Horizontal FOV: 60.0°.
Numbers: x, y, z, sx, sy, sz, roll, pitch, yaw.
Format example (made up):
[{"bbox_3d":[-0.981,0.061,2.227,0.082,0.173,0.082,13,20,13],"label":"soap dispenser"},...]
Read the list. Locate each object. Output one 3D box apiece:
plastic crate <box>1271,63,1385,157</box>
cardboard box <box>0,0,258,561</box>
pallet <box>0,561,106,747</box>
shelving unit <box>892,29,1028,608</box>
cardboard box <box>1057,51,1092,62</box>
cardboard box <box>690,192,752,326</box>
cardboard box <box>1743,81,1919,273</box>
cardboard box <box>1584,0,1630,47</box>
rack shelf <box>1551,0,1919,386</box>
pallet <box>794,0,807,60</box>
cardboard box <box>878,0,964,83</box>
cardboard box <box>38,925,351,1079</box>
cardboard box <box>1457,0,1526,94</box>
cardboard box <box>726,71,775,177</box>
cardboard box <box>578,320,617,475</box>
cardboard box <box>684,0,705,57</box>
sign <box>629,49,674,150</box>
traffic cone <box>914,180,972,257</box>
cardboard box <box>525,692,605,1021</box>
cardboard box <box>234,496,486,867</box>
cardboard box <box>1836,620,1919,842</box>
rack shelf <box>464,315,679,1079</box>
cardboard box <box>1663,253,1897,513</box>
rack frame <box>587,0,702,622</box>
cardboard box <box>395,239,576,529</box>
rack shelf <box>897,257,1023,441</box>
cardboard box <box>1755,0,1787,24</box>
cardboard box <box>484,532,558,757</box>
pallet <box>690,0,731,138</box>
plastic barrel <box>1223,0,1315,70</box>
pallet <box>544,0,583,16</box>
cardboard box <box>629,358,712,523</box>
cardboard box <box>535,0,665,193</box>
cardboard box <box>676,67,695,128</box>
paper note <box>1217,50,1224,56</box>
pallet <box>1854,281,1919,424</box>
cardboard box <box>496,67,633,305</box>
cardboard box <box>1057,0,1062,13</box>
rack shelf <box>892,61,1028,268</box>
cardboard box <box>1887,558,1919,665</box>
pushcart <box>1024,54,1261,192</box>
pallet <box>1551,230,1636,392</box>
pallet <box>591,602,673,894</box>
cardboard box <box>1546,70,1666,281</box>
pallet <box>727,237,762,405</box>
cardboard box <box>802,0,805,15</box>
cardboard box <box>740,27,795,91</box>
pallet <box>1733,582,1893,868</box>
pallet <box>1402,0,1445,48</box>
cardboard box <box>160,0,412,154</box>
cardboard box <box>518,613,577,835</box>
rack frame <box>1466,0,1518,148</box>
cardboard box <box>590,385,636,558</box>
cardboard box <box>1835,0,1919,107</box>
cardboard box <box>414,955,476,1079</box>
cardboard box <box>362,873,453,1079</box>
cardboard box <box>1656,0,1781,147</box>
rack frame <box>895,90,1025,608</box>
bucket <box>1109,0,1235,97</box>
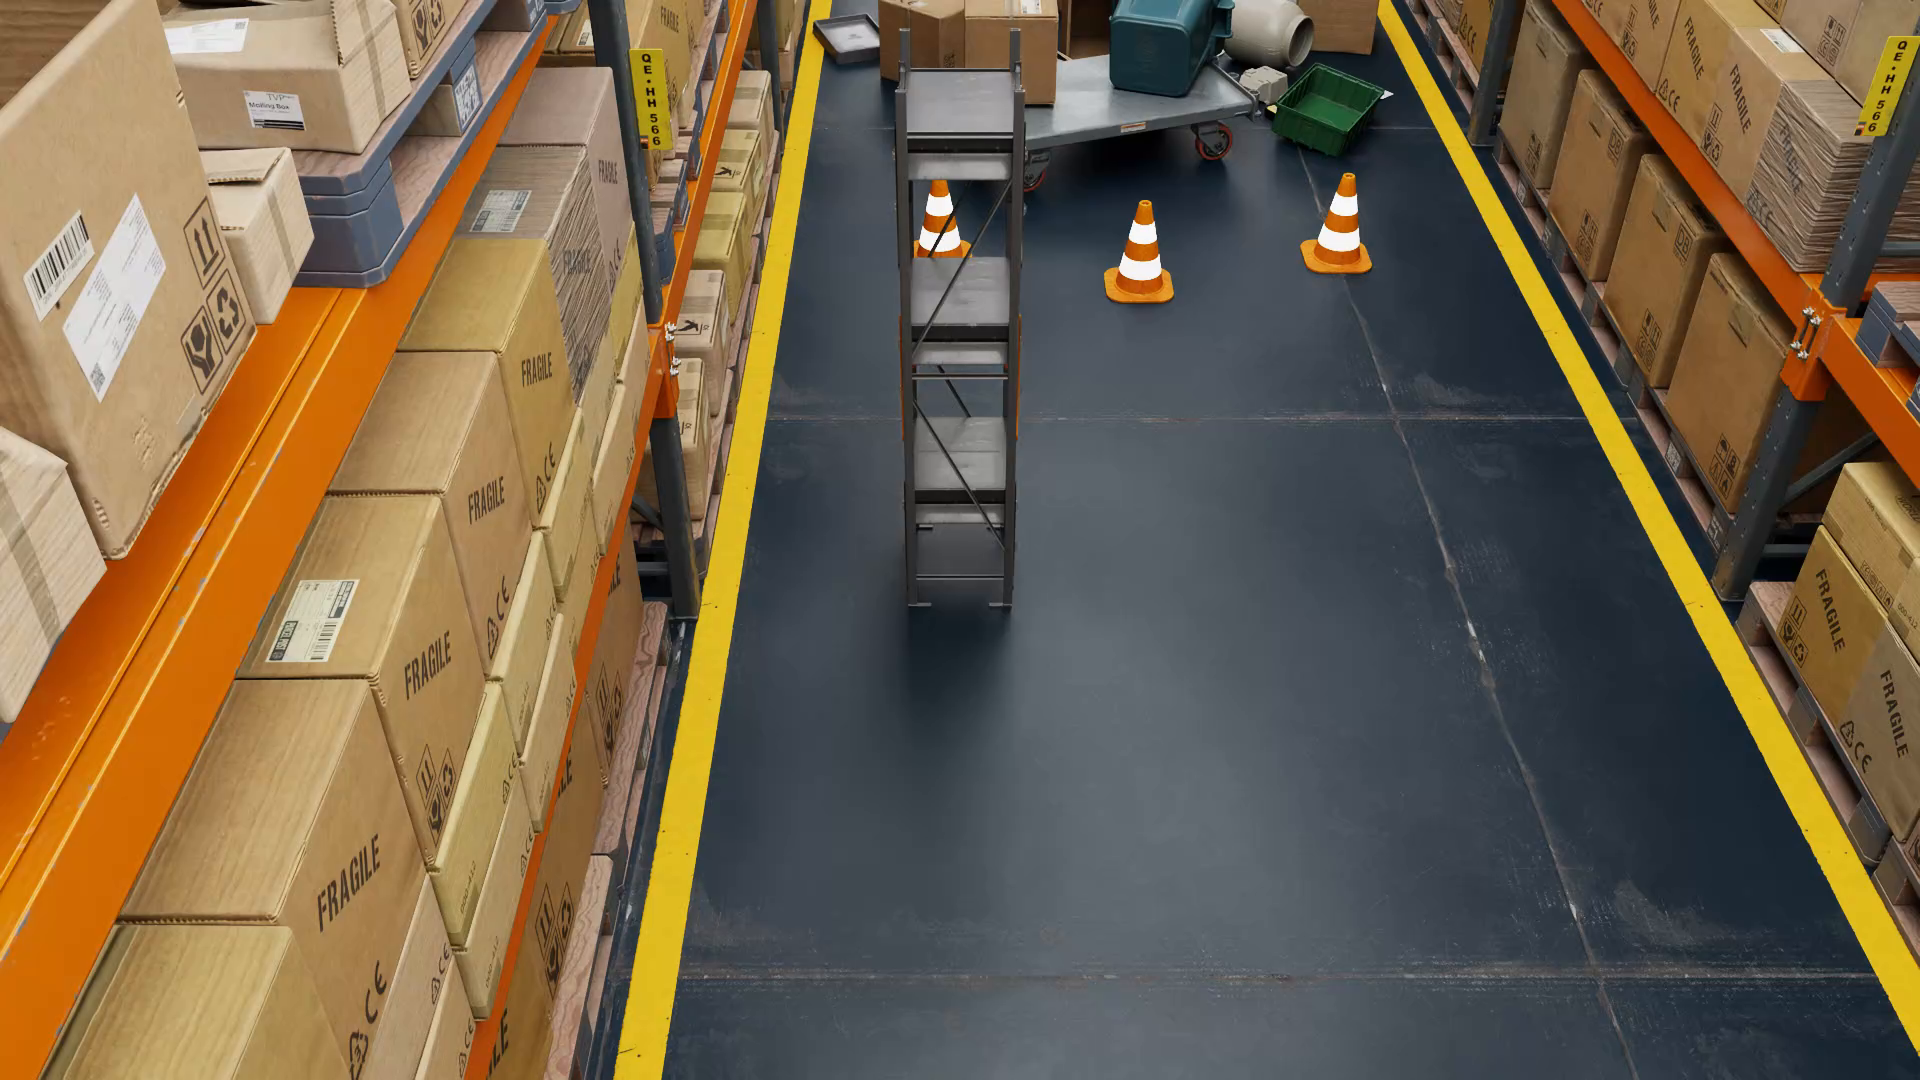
[{"bbox_3d":[2.133,-2.498,9.672,0.450,0.188,0.662,27,45,16],"label":"plastic crate"},{"bbox_3d":[-1.209,-0.321,1.937,0.500,0.500,0.500,-1,39,-1],"label":"cardboard box"},{"bbox_3d":[-1.548,-0.065,2.187,0.805,0.209,1.217,-1,39,-2],"label":"pallet"},{"bbox_3d":[0.000,-0.716,5.964,0.431,2.100,0.503,0,39,0],"label":"shelving unit"},{"bbox_3d":[0.638,-2.843,10.085,0.258,0.266,0.396,-28,46,-30],"label":"cardboard box"},{"bbox_3d":[-1.497,-1.325,7.770,0.950,0.372,0.625,1,39,1],"label":"cardboard box"},{"bbox_3d":[3.178,-1.285,5.874,0.500,0.500,0.500,0,39,0],"label":"cardboard box"},{"bbox_3d":[3.174,-2.547,7.450,0.500,0.500,0.500,0,39,0],"label":"cardboard box"},{"bbox_3d":[3.445,-1.934,7.340,1.077,0.370,4.000,0,39,0],"label":"rack shelf"},{"bbox_3d":[-1.547,-3.495,10.943,1.003,0.211,1.213,0,39,0],"label":"pallet"},{"bbox_3d":[-0.148,-3.095,10.211,0.500,0.500,0.500,28,46,30],"label":"cardboard box"},{"bbox_3d":[-1.211,0.900,2.349,0.500,0.500,0.500,0,39,0],"label":"cardboard box"},{"bbox_3d":[3.512,-3.194,9.700,0.875,0.875,0.875,1,39,1],"label":"cardboard box"},{"bbox_3d":[-1.504,-2.209,8.874,0.950,0.372,0.625,0,39,1],"label":"cardboard box"},{"bbox_3d":[-1.243,-0.411,4.584,0.500,0.250,0.500,-1,39,-1],"label":"cardboard box"},{"bbox_3d":[-1.286,-2.156,6.388,0.500,0.500,0.500,1,39,1],"label":"cardboard box"},{"bbox_3d":[-0.947,-1.352,5.112,0.100,0.325,0.005,0,39,0],"label":"sign"},{"bbox_3d":[-0.106,-1.634,8.419,0.336,0.463,0.334,0,39,0],"label":"traffic cone"},{"bbox_3d":[-1.588,0.758,4.769,0.875,0.875,0.875,0,39,1],"label":"cardboard box"},{"bbox_3d":[-1.237,0.268,3.138,0.500,0.500,0.500,-1,39,-1],"label":"cardboard box"},{"bbox_3d":[3.197,0.604,5.260,0.500,0.500,0.500,0,39,0],"label":"cardboard box"},{"bbox_3d":[-1.500,0.634,4.135,1.077,0.370,4.000,0,39,0],"label":"rack shelf"},{"bbox_3d":[3.537,-0.631,6.602,1.050,0.750,0.750,-1,39,-1],"label":"cardboard box"},{"bbox_3d":[-1.502,-0.897,5.471,1.000,3.000,0.127,0,39,0],"label":"rack frame"},{"bbox_3d":[-1.237,-0.372,3.936,0.500,0.500,0.500,0,39,0],"label":"cardboard box"},{"bbox_3d":[0.000,-0.705,5.973,0.431,0.518,0.480,0,39,0],"label":"rack shelf"},{"bbox_3d":[3.452,-2.311,6.356,0.700,0.500,0.500,-1,39,-1],"label":"cardboard box"},{"bbox_3d":[-1.222,0.234,3.779,0.500,0.250,0.500,-1,39,-1],"label":"cardboard box"},{"bbox_3d":[-1.546,-2.060,7.076,1.003,0.211,1.213,0,39,0],"label":"pallet"},{"bbox_3d":[1.908,-3.168,10.365,0.512,0.421,0.421,28,46,30],"label":"plastic barrel"},{"bbox_3d":[-1.449,-1.592,4.090,1.213,0.211,1.003,2,39,2],"label":"pallet"},{"bbox_3d":[-1.493,-0.389,6.602,0.950,0.372,0.625,-2,39,-3],"label":"cardboard box"},{"bbox_3d":[-1.271,-1.498,5.567,0.500,0.500,0.500,-1,39,-1],"label":"cardboard box"},{"bbox_3d":[-1.217,-1.687,6.321,0.380,0.149,0.250,0,39,0],"label":"cardboard box"},{"bbox_3d":[1.611,-3.152,10.665,0.172,0.023,0.155,13,40,15],"label":"paper note"},{"bbox_3d":[3.555,-0.444,5.058,1.213,0.211,1.003,0,39,0],"label":"pallet"},{"bbox_3d":[-1.240,-1.003,4.724,0.500,0.500,0.500,-1,39,-1],"label":"cardboard box"},{"bbox_3d":[1.022,-3.829,11.126,0.797,0.503,0.637,-28,46,-30],"label":"cardboard box"},{"bbox_3d":[0.000,-1.251,5.535,0.431,0.518,0.480,0,39,0],"label":"rack shelf"},{"bbox_3d":[3.207,0.303,5.036,0.500,0.250,0.500,0,39,-1],"label":"cardboard box"},{"bbox_3d":[0.773,-2.408,9.454,1.648,0.377,0.936,-13,40,-16],"label":"pushcart"},{"bbox_3d":[3.523,-1.130,7.991,1.003,0.211,1.213,0,39,0],"label":"pallet"},{"bbox_3d":[-1.577,0.684,5.728,1.003,0.211,1.213,0,39,0],"label":"pallet"},{"bbox_3d":[3.531,-1.760,8.011,1.050,0.750,0.750,0,39,0],"label":"cardboard box"},{"bbox_3d":[-1.500,-1.059,7.902,1.003,0.211,1.213,0,39,0],"label":"pallet"},{"bbox_3d":[-1.253,-3.524,10.612,0.500,0.250,0.500,-1,39,-1],"label":"cardboard box"},{"bbox_3d":[-1.238,-2.859,9.782,0.500,0.250,0.500,-2,39,-2],"label":"cardboard box"},{"bbox_3d":[3.447,0.613,5.817,1.003,0.211,1.213,0,39,0],"label":"pallet"},{"bbox_3d":[3.516,-3.618,11.096,1.003,0.211,1.213,0,39,0],"label":"pallet"},{"bbox_3d":[-1.150,-0.821,2.748,0.396,0.266,0.258,3,39,4],"label":"cardboard box"},{"bbox_3d":[-1.212,0.431,3.934,0.500,0.250,0.500,-1,39,-1],"label":"cardboard box"},{"bbox_3d":[3.443,-3.465,8.676,1.000,3.000,0.127,0,39,0],"label":"rack frame"},{"bbox_3d":[-1.226,-0.203,4.725,0.500,0.250,0.500,1,39,1],"label":"cardboard box"},{"bbox_3d":[3.457,-1.674,5.561,0.700,0.500,0.500,0,39,0],"label":"cardboard box"},{"bbox_3d":[-1.236,1.064,3.144,0.500,0.250,0.500,-1,39,-1],"label":"cardboard box"},{"bbox_3d":[-1.245,0.866,2.991,0.500,0.250,0.500,1,39,1],"label":"cardboard box"},{"bbox_3d":[3.179,-1.909,6.654,0.500,0.500,0.500,-1,39,-1],"label":"cardboard box"},{"bbox_3d":[0.000,-0.563,5.774,0.400,2.100,0.015,0,39,0],"label":"rack frame"},{"bbox_3d":[1.137,-2.865,9.328,0.726,0.611,0.620,13,50,15],"label":"bucket"}]
